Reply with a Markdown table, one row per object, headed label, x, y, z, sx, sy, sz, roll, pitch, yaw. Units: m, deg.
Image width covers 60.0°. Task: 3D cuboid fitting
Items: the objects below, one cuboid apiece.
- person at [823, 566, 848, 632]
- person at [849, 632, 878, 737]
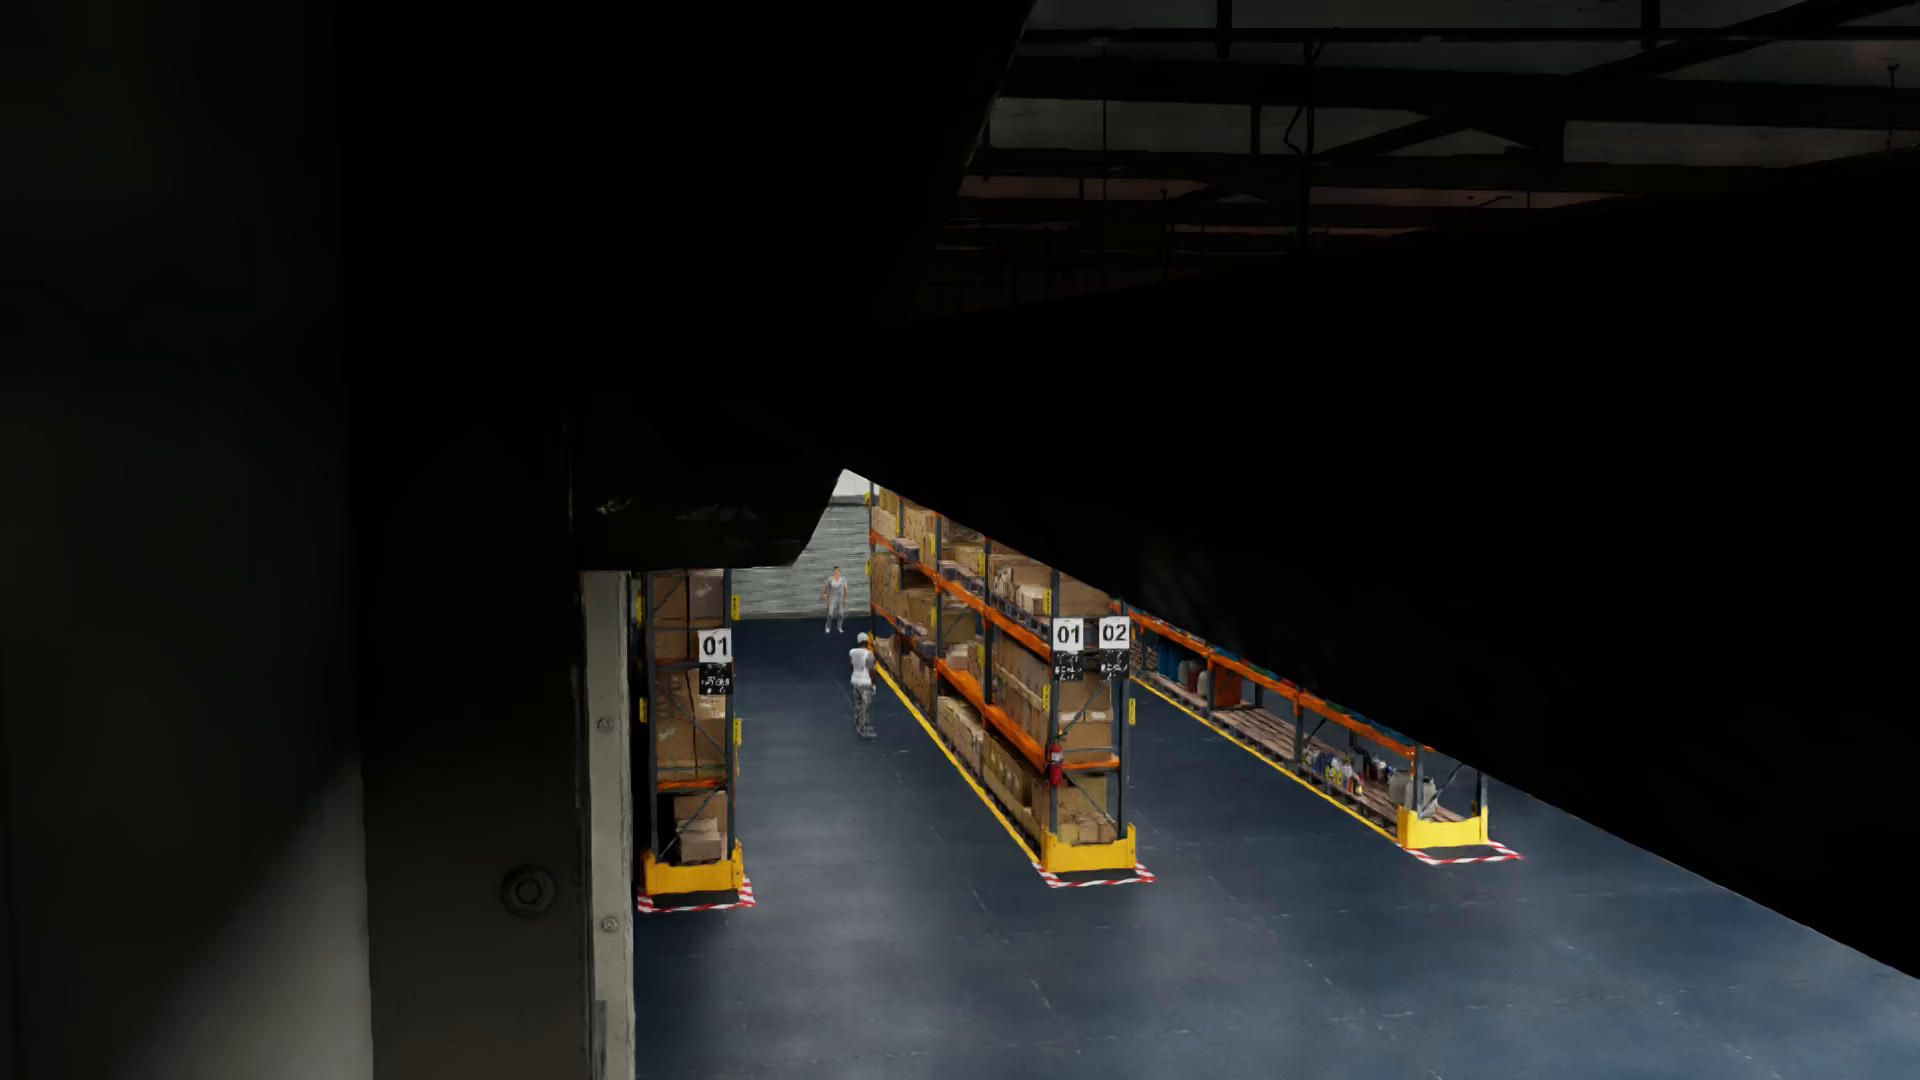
| label | x | y | z | sx | sy | sz | roll | pitch | yaw |
| --- | --- | --- | --- | --- | --- | --- | --- | --- | --- |
| person | -2.955 | 1.406 | 39.552 | 0.580 | 1.619 | 0.507 | -1 | 6 | -12 |
| person | -1.624 | 2.452 | 28.494 | 0.450 | 1.782 | 0.614 | -5 | 8 | -42 |
